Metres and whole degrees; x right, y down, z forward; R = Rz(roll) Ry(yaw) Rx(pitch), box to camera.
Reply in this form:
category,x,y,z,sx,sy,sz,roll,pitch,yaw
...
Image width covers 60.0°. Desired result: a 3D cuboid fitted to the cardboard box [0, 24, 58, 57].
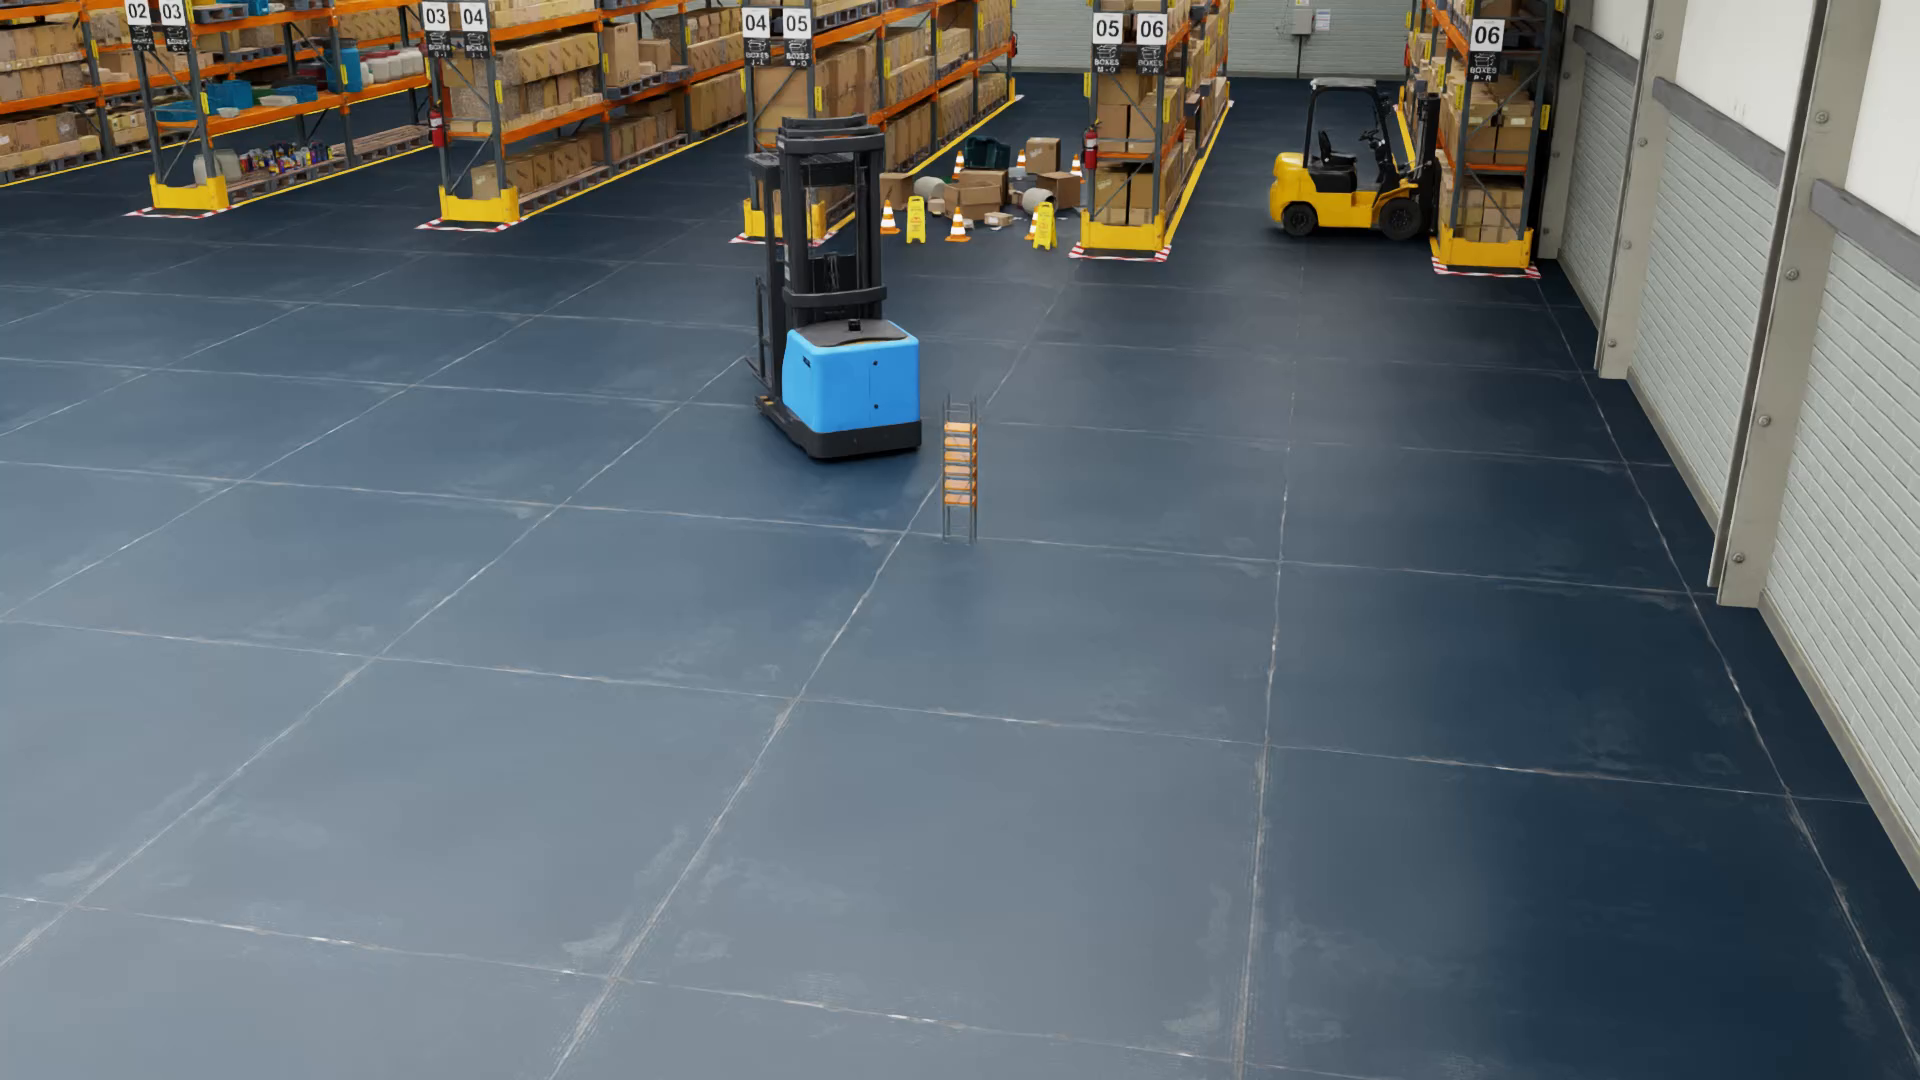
category,x,y,z,sx,sy,sz,roll,pitch,yaw
cardboard box,-16.467,-8.832,29.397,0.700,0.500,0.500,4,22,11

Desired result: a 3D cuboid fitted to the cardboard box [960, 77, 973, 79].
category,x,y,z,sx,sy,sz,roll,pitch,yaw
cardboard box,0.110,-10.341,37.472,0.380,0.149,0.250,5,23,13

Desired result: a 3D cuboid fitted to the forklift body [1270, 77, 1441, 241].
category,x,y,z,sx,sy,sz,roll,pitch,yaw
forklift body,5.763,-5.618,24.424,2.313,2.155,1.214,4,22,11

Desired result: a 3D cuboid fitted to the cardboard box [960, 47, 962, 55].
category,x,y,z,sx,sy,sz,roll,pitch,yaw
cardboard box,-0.160,-9.926,33.758,0.380,0.149,0.250,3,22,8

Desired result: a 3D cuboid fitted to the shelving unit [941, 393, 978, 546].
category,x,y,z,sx,sy,sz,roll,pitch,yaw
shelving unit,-0.003,-0.551,13.116,0.258,1.200,0.189,4,22,11

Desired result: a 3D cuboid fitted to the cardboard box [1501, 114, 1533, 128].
category,x,y,z,sx,sy,sz,roll,pitch,yaw
cardboard box,7.485,-5.631,22.318,0.380,0.149,0.250,4,22,10

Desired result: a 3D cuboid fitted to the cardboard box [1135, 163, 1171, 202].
category,x,y,z,sx,sy,sz,roll,pitch,yaw
cardboard box,2.844,-5.298,24.607,0.500,0.500,0.500,4,22,9

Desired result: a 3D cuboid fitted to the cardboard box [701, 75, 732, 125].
category,x,y,z,sx,sy,sz,roll,pitch,yaw
cardboard box,-5.417,-9.023,34.024,1.225,0.875,0.875,5,22,11

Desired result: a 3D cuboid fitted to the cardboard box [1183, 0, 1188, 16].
category,x,y,z,sx,sy,sz,roll,pitch,yaw
cardboard box,3.189,-8.112,25.268,0.500,0.250,0.500,4,22,10

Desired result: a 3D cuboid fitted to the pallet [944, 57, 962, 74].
category,x,y,z,sx,sy,sz,roll,pitch,yaw
pallet,-0.568,-9.461,33.086,1.003,0.211,1.213,4,22,11

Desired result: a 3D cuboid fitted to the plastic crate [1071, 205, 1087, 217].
category,x,y,z,sx,sy,sz,roll,pitch,yaw
plastic crate,1.995,-5.153,26.042,0.402,0.080,0.583,-3,22,-8

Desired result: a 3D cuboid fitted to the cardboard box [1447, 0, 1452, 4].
category,x,y,z,sx,sy,sz,roll,pitch,yaw
cardboard box,7.887,-8.517,25.893,0.500,0.311,0.500,4,22,9

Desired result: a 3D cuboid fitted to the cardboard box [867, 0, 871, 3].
category,x,y,z,sx,sy,sz,roll,pitch,yaw
cardboard box,-1.612,-8.531,26.146,0.380,0.149,0.250,5,22,12

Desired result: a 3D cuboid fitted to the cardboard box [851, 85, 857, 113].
category,x,y,z,sx,sy,sz,roll,pitch,yaw
cardboard box,-2.127,-6.902,26.275,0.875,0.550,0.550,4,22,11

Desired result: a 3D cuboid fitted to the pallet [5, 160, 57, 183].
category,x,y,z,sx,sy,sz,roll,pitch,yaw
pallet,-16.731,-6.503,29.217,1.003,0.211,1.213,4,22,11

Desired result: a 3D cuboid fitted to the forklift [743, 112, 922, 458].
category,x,y,z,sx,sy,sz,roll,pitch,yaw
forklift,-1.384,-2.613,15.919,1.130,2.935,3.031,-9,24,-21

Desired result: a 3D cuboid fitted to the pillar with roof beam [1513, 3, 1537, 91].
category,x,y,z,sx,sy,sz,roll,pitch,yaw
pillar with roof beam,5.196,-10.671,27.803,9.100,9.000,0.400,4,22,11

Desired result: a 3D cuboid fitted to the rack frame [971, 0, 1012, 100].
category,x,y,z,sx,sy,sz,roll,pitch,yaw
rack frame,0.700,-11.748,38.509,1.000,3.000,0.127,4,22,11

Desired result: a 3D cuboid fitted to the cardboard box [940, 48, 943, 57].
category,x,y,z,sx,sy,sz,roll,pitch,yaw
cardboard box,-0.532,-9.397,32.048,0.380,0.149,0.250,4,22,9

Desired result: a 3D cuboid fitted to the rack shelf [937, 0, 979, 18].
category,x,y,z,sx,sy,sz,roll,pitch,yaw
rack shelf,-0.524,-10.612,32.635,1.077,0.370,4.000,4,22,11

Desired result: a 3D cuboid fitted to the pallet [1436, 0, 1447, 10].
category,x,y,z,sx,sy,sz,roll,pitch,yaw
pallet,8.743,-9.154,28.305,1.213,0.211,1.003,6,23,13

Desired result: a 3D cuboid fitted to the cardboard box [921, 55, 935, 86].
category,x,y,z,sx,sy,sz,roll,pitch,yaw
cardboard box,-0.761,-8.684,30.766,0.500,0.500,0.500,4,22,11

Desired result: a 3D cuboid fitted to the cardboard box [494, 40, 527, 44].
category,x,y,z,sx,sy,sz,roll,pitch,yaw
cardboard box,-7.218,-7.728,26.657,0.500,0.500,0.500,4,22,11

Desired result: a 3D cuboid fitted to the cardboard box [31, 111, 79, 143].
category,x,y,z,sx,sy,sz,roll,pitch,yaw
cardboard box,-16.275,-7.430,29.902,0.500,0.500,0.500,4,22,11

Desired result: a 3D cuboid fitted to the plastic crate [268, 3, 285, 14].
category,x,y,z,sx,sy,sz,roll,pitch,yaw
plastic crate,-11.364,-8.803,27.535,0.243,0.136,0.396,4,22,11

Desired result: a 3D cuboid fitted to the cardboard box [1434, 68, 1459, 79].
category,x,y,z,sx,sy,sz,roll,pitch,yaw
cardboard box,8.040,-7.704,27.465,0.380,0.149,0.250,4,22,9

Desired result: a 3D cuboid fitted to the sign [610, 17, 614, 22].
category,x,y,z,sx,sy,sz,roll,pitch,yaw
sign,-8.442,-12.581,40.357,0.100,0.325,0.005,4,22,11

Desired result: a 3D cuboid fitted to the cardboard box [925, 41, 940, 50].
category,x,y,z,sx,sy,sz,roll,pitch,yaw
cardboard box,-0.596,-9.429,31.729,0.380,0.149,0.250,4,22,9

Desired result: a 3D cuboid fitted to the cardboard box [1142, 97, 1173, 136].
category,x,y,z,sx,sy,sz,roll,pitch,yaw
cardboard box,2.773,-6.082,23.909,0.500,0.500,0.500,5,23,13

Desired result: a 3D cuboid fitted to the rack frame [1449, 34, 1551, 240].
category,x,y,z,sx,sy,sz,roll,pitch,yaw
rack frame,7.162,-5.179,22.198,1.000,3.000,0.127,4,22,11

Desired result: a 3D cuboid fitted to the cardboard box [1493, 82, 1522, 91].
category,x,y,z,sx,sy,sz,roll,pitch,yaw
cardboard box,8.014,-6.612,24.355,0.380,0.149,0.250,4,22,10

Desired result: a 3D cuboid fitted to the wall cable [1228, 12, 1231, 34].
category,x,y,z,sx,sy,sz,roll,pitch,yaw
wall cable,6.694,-13.958,42.593,0.585,1.953,0.123,4,22,11

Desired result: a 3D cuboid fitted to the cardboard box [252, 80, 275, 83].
category,x,y,z,sx,sy,sz,roll,pitch,yaw
cardboard box,-15.296,-9.780,36.380,0.500,0.500,0.500,4,22,9

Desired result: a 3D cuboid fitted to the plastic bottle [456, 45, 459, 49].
category,x,y,z,sx,sy,sz,roll,pitch,yaw
plastic bottle,-10.539,-10.216,34.861,0.061,0.283,0.133,4,22,11

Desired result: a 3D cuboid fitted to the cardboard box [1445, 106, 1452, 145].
category,x,y,z,sx,sy,sz,roll,pitch,yaw
cardboard box,7.316,-5.987,24.070,0.500,0.500,0.500,5,22,11

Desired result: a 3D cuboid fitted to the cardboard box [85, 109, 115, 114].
category,x,y,z,sx,sy,sz,roll,pitch,yaw
cardboard box,-16.379,-8.071,31.747,0.500,0.311,0.500,5,22,12

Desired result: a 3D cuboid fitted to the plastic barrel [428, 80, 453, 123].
category,x,y,z,sx,sy,sz,roll,pitch,yaw
plastic barrel,-10.533,-8.983,33.987,0.600,0.830,0.708,4,22,11

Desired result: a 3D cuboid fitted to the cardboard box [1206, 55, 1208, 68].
category,x,y,z,sx,sy,sz,roll,pitch,yaw
cardboard box,4.386,-9.000,31.216,0.500,0.250,0.500,5,22,12

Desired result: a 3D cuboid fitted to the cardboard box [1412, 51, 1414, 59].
category,x,y,z,sx,sy,sz,roll,pitch,yaw
cardboard box,9.746,-10.250,35.125,0.380,0.149,0.250,5,22,12

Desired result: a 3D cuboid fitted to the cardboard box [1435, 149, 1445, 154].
category,x,y,z,sx,sy,sz,roll,pitch,yaw
cardboard box,7.572,-5.872,25.699,0.500,0.250,0.500,4,22,10

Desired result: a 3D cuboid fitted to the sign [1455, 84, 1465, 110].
category,x,y,z,sx,sy,sz,roll,pitch,yaw
sign,6.634,-5.873,22.053,0.100,0.325,0.005,4,22,11

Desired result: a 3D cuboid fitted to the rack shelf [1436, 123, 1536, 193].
category,x,y,z,sx,sy,sz,roll,pitch,yaw
rack shelf,7.570,-5.577,24.149,1.077,0.370,4.000,4,22,11

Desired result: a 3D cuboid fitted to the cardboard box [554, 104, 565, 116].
category,x,y,z,sx,sy,sz,roll,pitch,yaw
cardboard box,-6.660,-7.010,27.079,0.380,0.149,0.250,4,22,11

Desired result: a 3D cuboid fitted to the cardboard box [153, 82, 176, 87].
category,x,y,z,sx,sy,sz,roll,pitch,yaw
cardboard box,-19.245,-11.134,39.768,0.700,0.500,0.500,5,22,12

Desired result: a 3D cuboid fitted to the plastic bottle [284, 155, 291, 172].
category,x,y,z,sx,sy,sz,roll,pitch,yaw
plastic bottle,-11.483,-6.429,28.365,0.097,0.271,0.097,0,22,0

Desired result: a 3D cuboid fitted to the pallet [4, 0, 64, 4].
category,x,y,z,sx,sy,sz,roll,pitch,yaw
pallet,-16.429,-9.568,29.198,1.003,0.211,1.213,4,22,11

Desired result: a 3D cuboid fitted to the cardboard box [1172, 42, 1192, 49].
category,x,y,z,sx,sy,sz,roll,pitch,yaw
cardboard box,3.681,-8.249,27.859,0.380,0.149,0.250,6,23,14

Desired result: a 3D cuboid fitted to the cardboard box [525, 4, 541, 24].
category,x,y,z,sx,sy,sz,roll,pitch,yaw
cardboard box,-6.844,-8.160,25.785,0.500,0.250,0.500,4,22,11

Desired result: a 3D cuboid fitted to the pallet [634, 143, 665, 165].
category,x,y,z,sx,sy,sz,roll,pitch,yaw
pallet,-6.179,-7.214,30.982,1.003,0.211,1.213,4,22,11

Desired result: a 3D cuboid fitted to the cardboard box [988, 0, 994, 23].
category,x,y,z,sx,sy,sz,roll,pitch,yaw
cardboard box,0.439,-11.453,35.905,0.500,0.500,0.500,5,22,12

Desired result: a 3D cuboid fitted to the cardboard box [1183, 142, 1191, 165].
category,x,y,z,sx,sy,sz,roll,pitch,yaw
cardboard box,3.506,-6.705,28.941,0.950,0.372,0.625,5,23,13
